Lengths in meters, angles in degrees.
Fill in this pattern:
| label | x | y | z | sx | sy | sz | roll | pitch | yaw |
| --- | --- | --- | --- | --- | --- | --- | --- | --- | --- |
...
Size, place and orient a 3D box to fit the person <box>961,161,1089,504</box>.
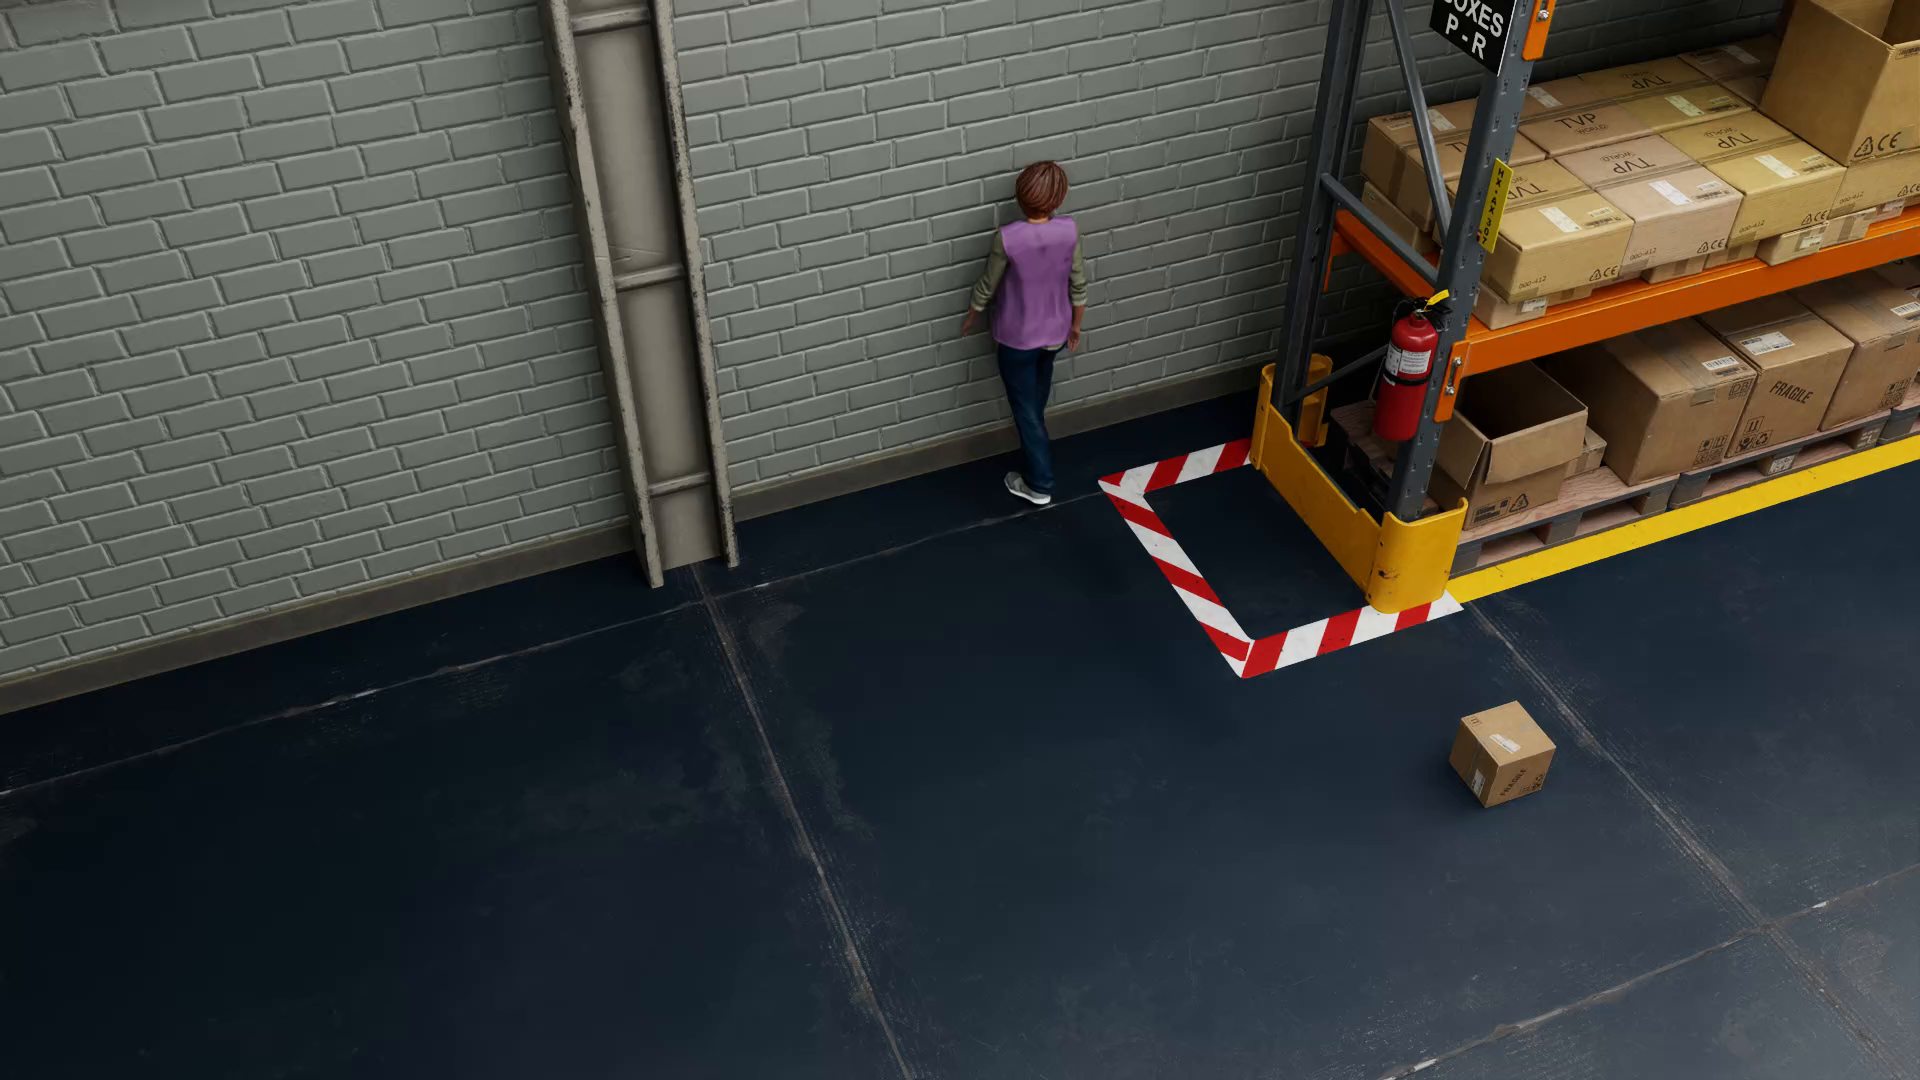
| label | x | y | z | sx | sy | sz | roll | pitch | yaw |
| --- | --- | --- | --- | --- | --- | --- | --- | --- | --- |
| person | 0.264 | -0.926 | 7.162 | 0.464 | 1.569 | 0.694 | -15 | 45 | -16 |
